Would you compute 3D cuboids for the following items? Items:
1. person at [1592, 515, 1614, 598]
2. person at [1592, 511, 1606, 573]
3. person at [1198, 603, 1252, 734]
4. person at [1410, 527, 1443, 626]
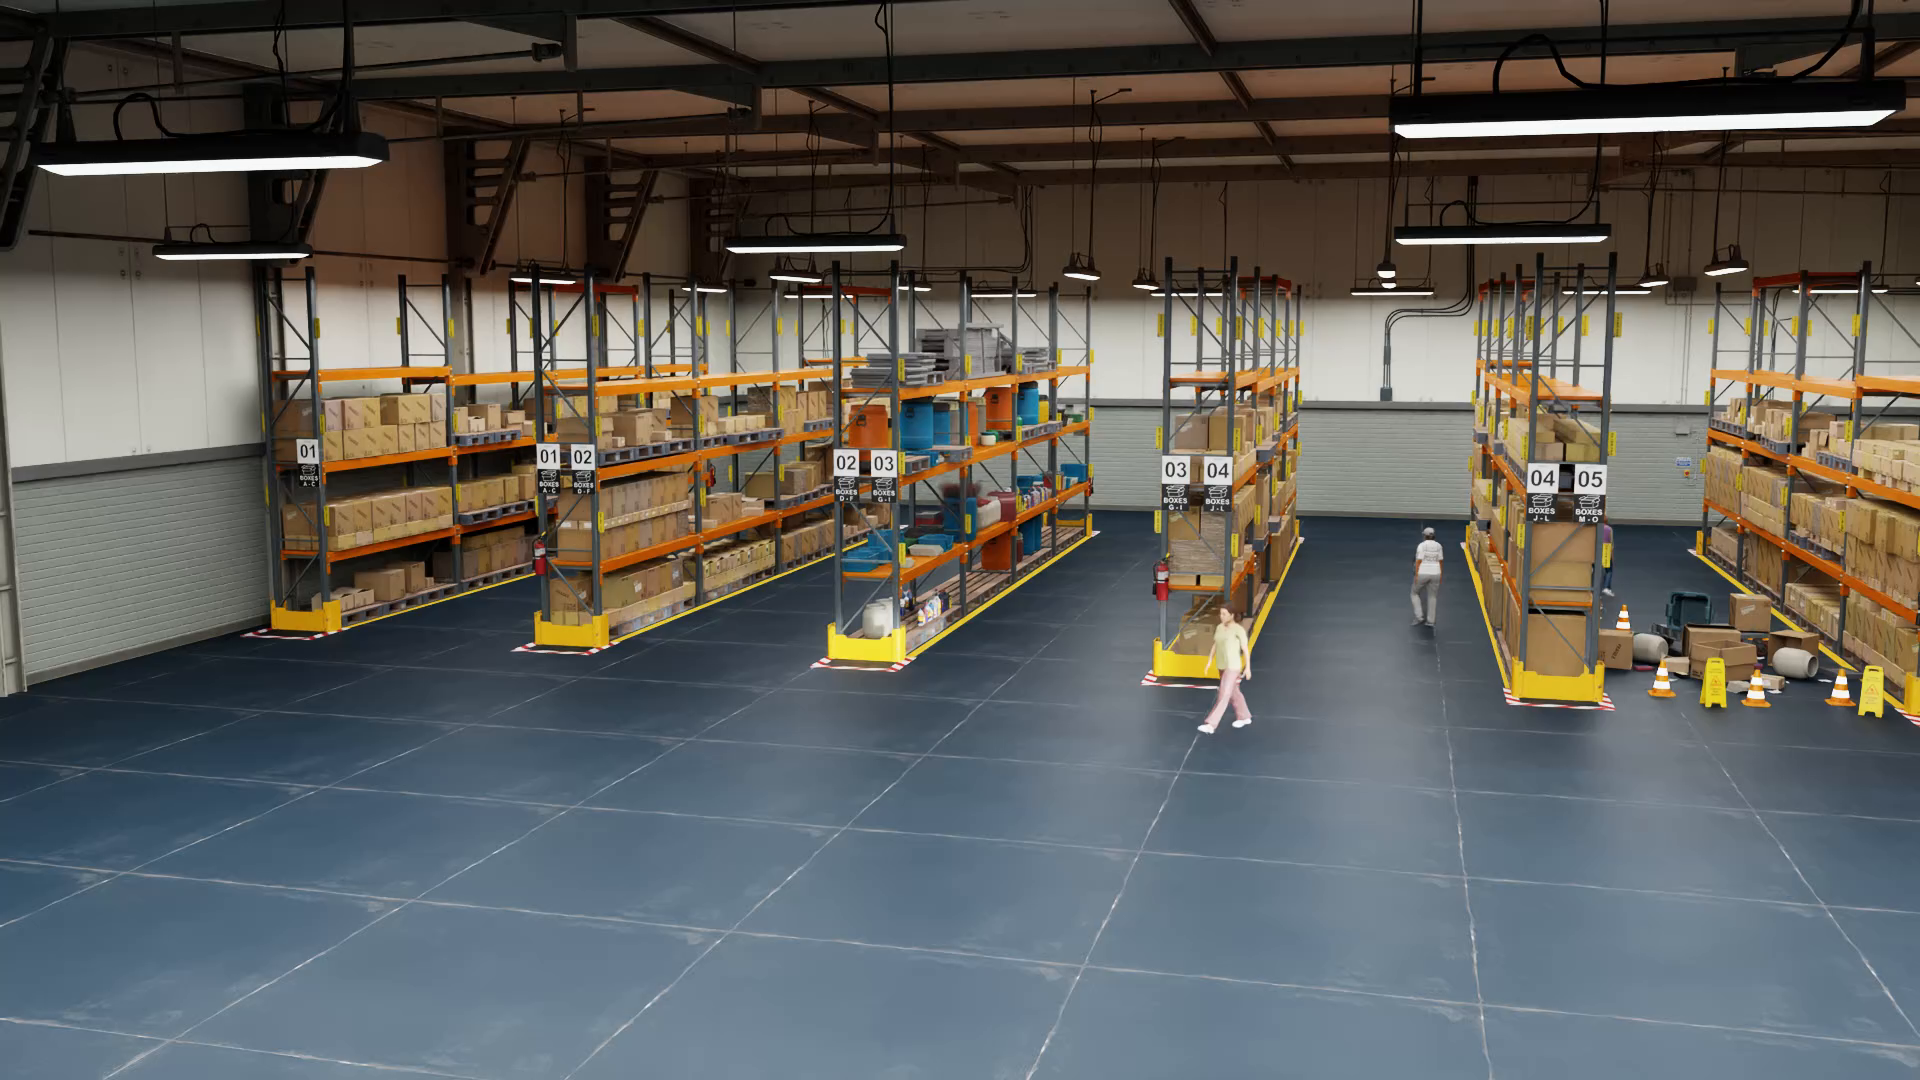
[{"bbox_3d":[11.930,0.304,30.891,0.462,1.596,0.480,2,7,13],"label":"person"},{"bbox_3d":[13.010,-0.117,34.021,0.508,1.646,0.578,-1,7,-9],"label":"person"},{"bbox_3d":[3.257,1.577,20.607,1.070,1.611,0.472,-5,9,-32],"label":"person"},{"bbox_3d":[7.897,0.633,28.108,0.520,1.689,0.431,-1,7,-6],"label":"person"}]
